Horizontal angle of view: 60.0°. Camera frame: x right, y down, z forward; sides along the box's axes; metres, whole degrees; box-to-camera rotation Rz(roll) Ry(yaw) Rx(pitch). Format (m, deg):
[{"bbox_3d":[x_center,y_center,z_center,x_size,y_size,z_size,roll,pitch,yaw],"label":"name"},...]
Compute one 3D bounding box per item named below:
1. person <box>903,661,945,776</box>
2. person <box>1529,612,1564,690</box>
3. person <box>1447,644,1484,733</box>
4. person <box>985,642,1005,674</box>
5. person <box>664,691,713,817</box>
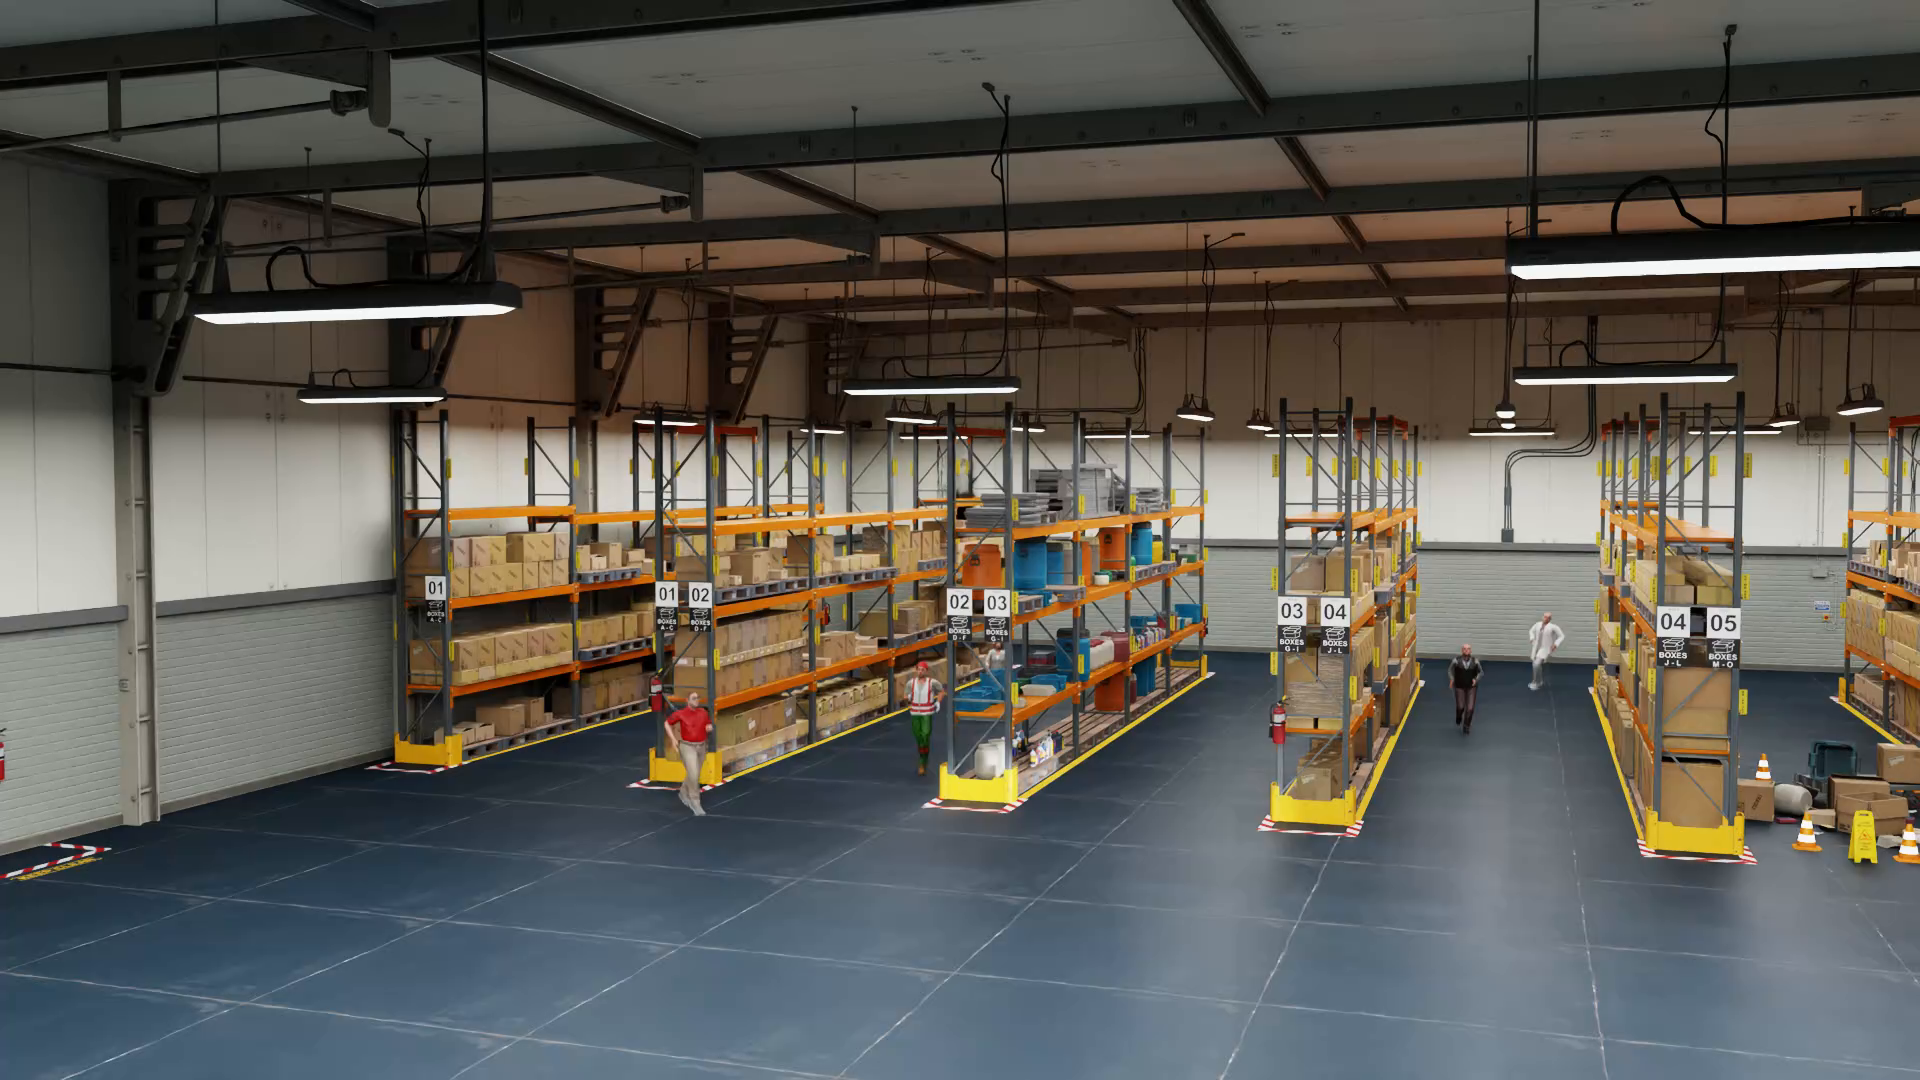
[{"bbox_3d":[-0.627,2.897,27.437,0.632,1.796,0.745,1,3,16],"label":"person"},{"bbox_3d":[13.215,2.615,37.649,0.656,1.602,0.789,-2,3,-39],"label":"person"},{"bbox_3d":[9.591,2.819,31.550,0.665,1.684,0.578,1,3,13],"label":"person"},{"bbox_3d":[0.758,2.777,33.786,0.530,1.558,0.537,0,2,3],"label":"person"},{"bbox_3d":[-3.907,3.097,24.250,0.838,1.783,0.640,2,3,43],"label":"person"}]
